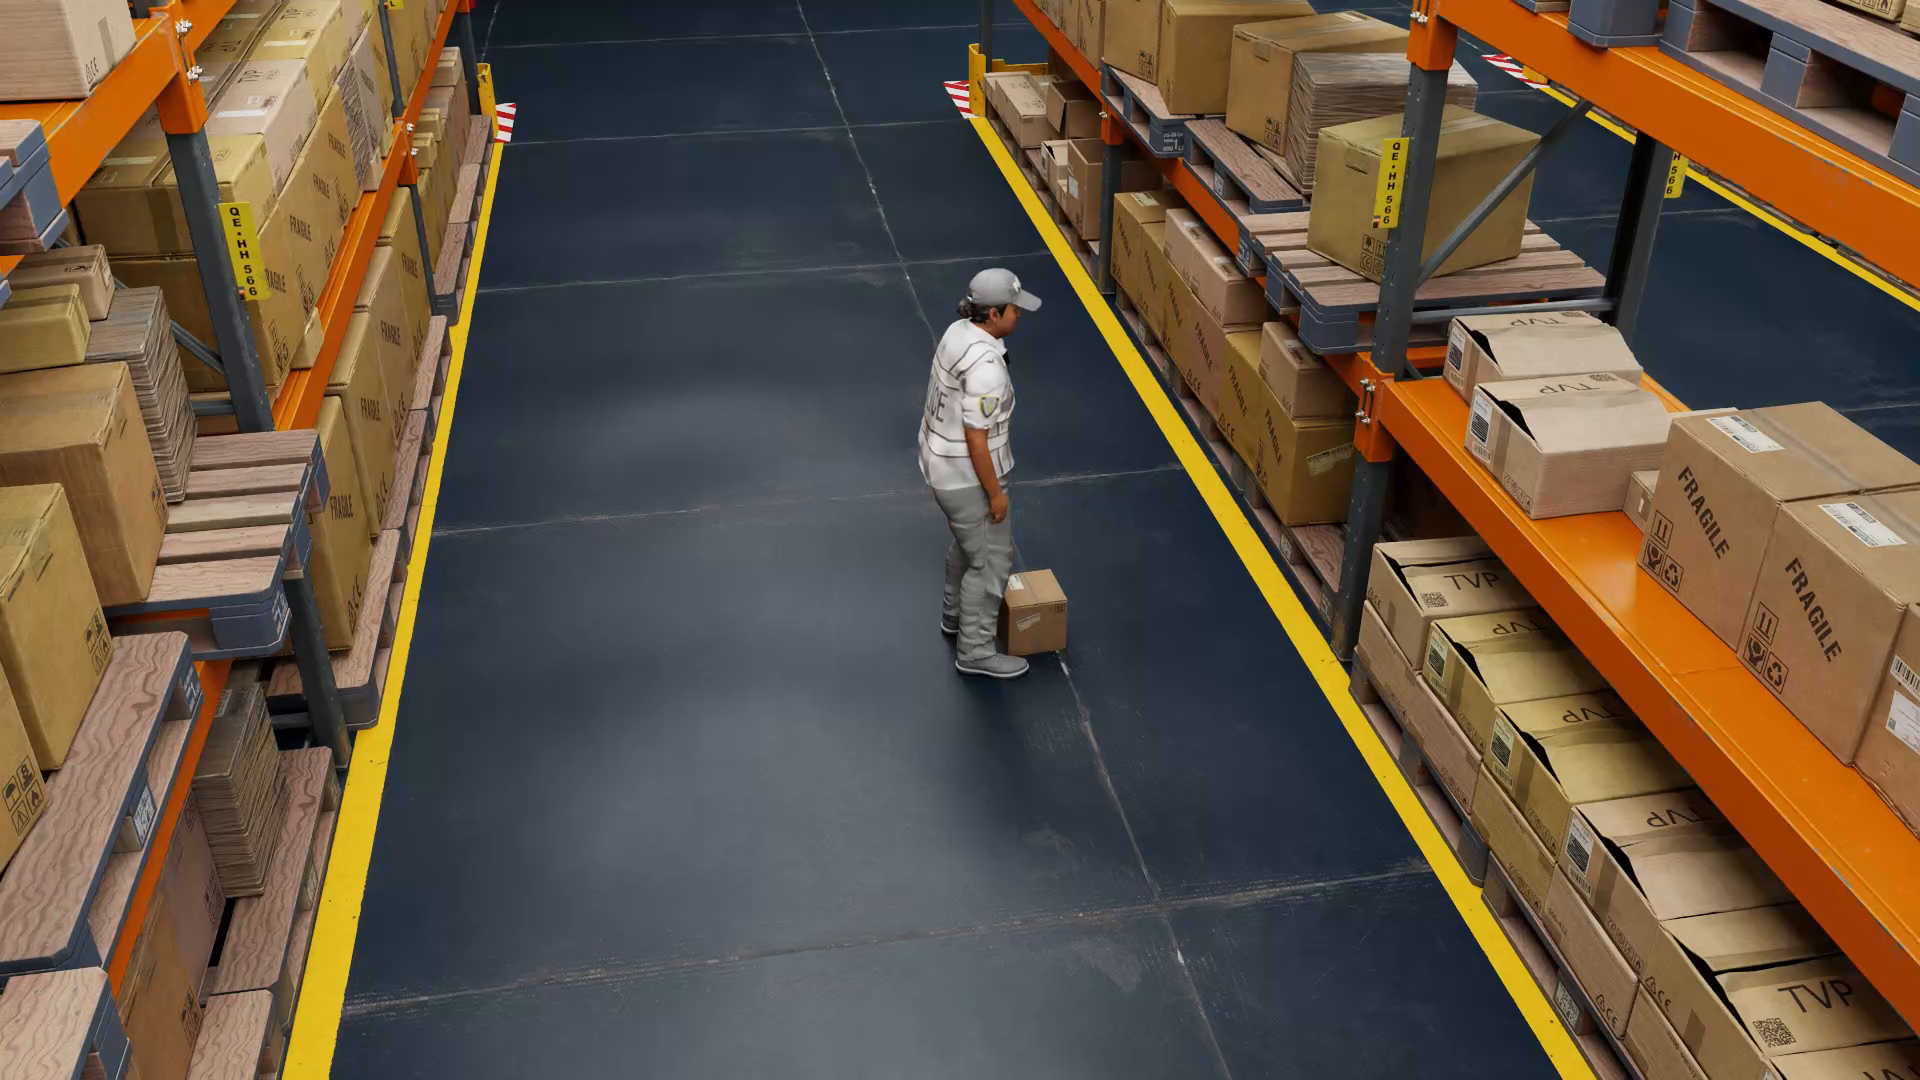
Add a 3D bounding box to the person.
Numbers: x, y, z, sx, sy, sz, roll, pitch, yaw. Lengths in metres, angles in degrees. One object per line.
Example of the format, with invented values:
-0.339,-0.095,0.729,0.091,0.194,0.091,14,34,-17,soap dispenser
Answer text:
0.081,-0.273,6.582,0.465,1.667,0.539,-5,31,-8,person
